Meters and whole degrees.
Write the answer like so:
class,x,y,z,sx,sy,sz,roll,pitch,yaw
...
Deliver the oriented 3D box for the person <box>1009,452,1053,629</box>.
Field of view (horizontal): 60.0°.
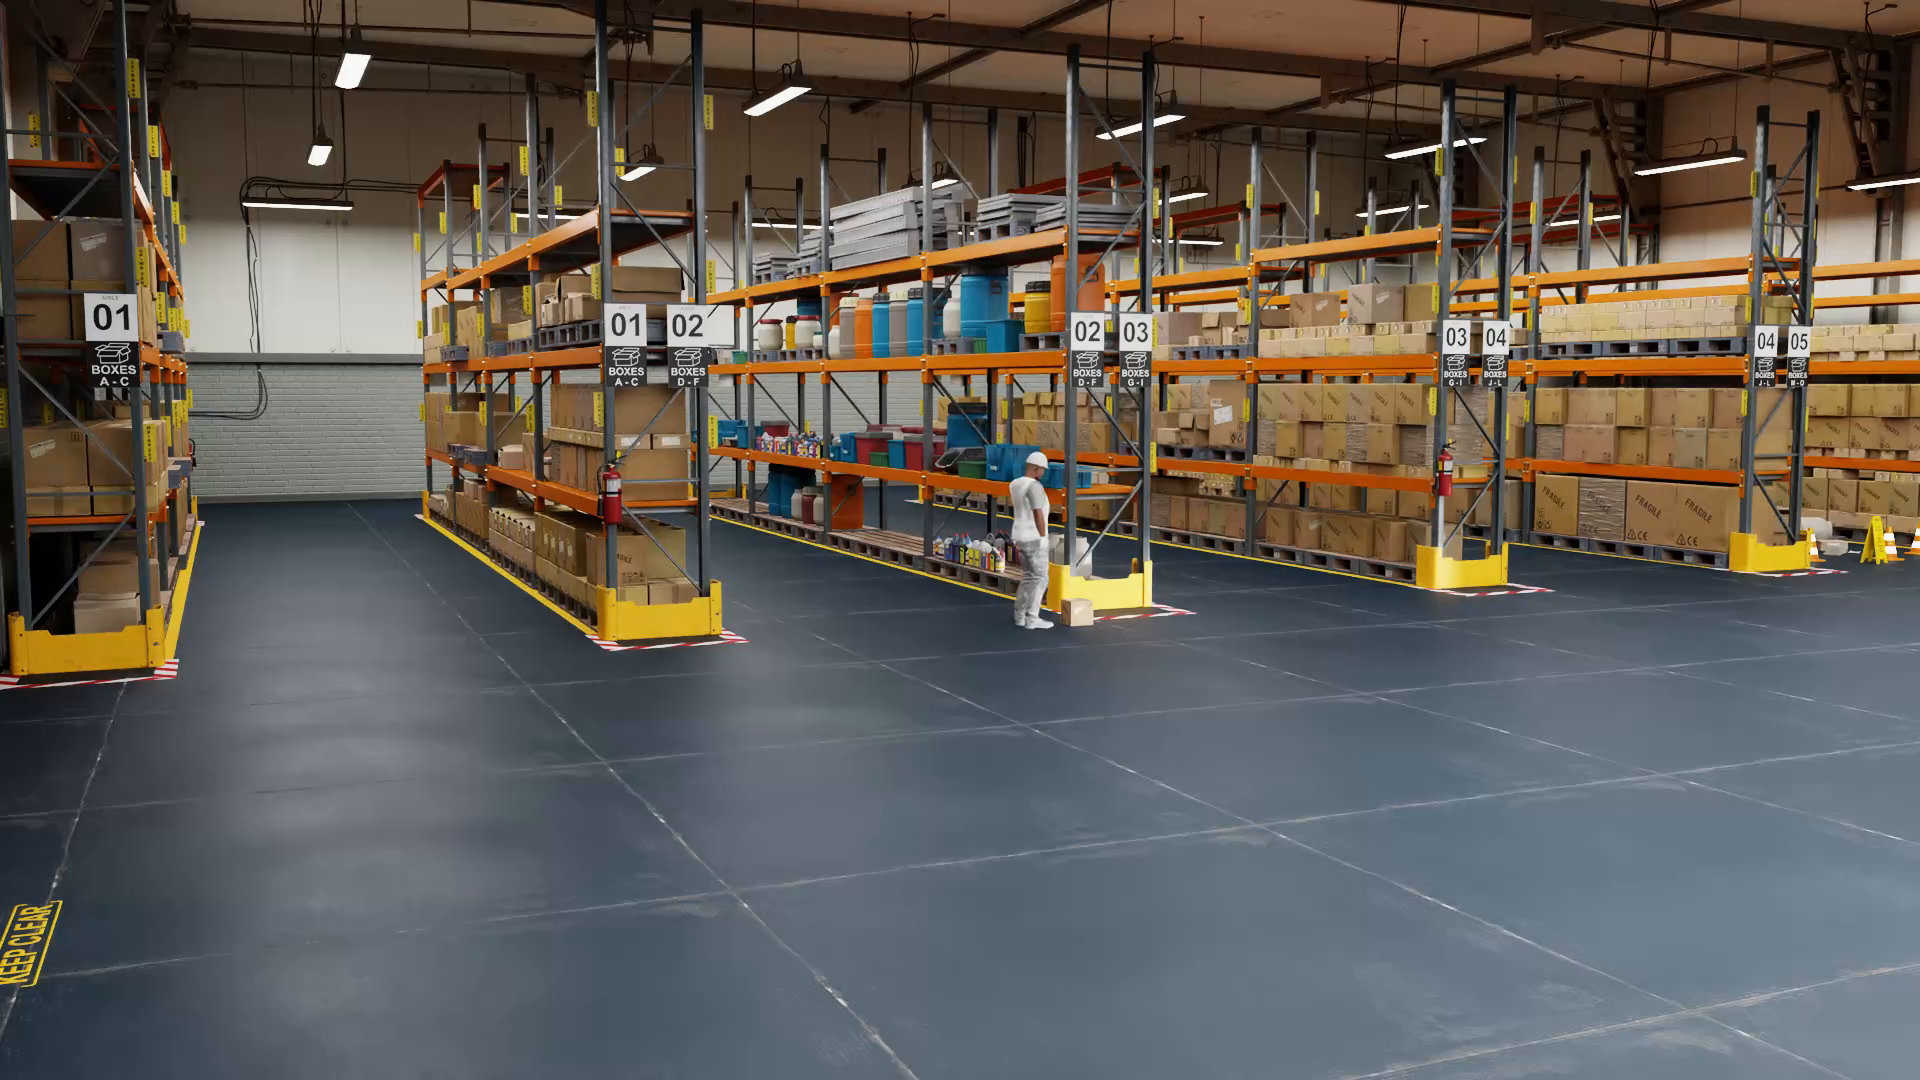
class,x,y,z,sx,sy,sz,roll,pitch,yaw
person,0.725,-0.002,16.726,0.389,1.763,0.557,-2,6,-20
